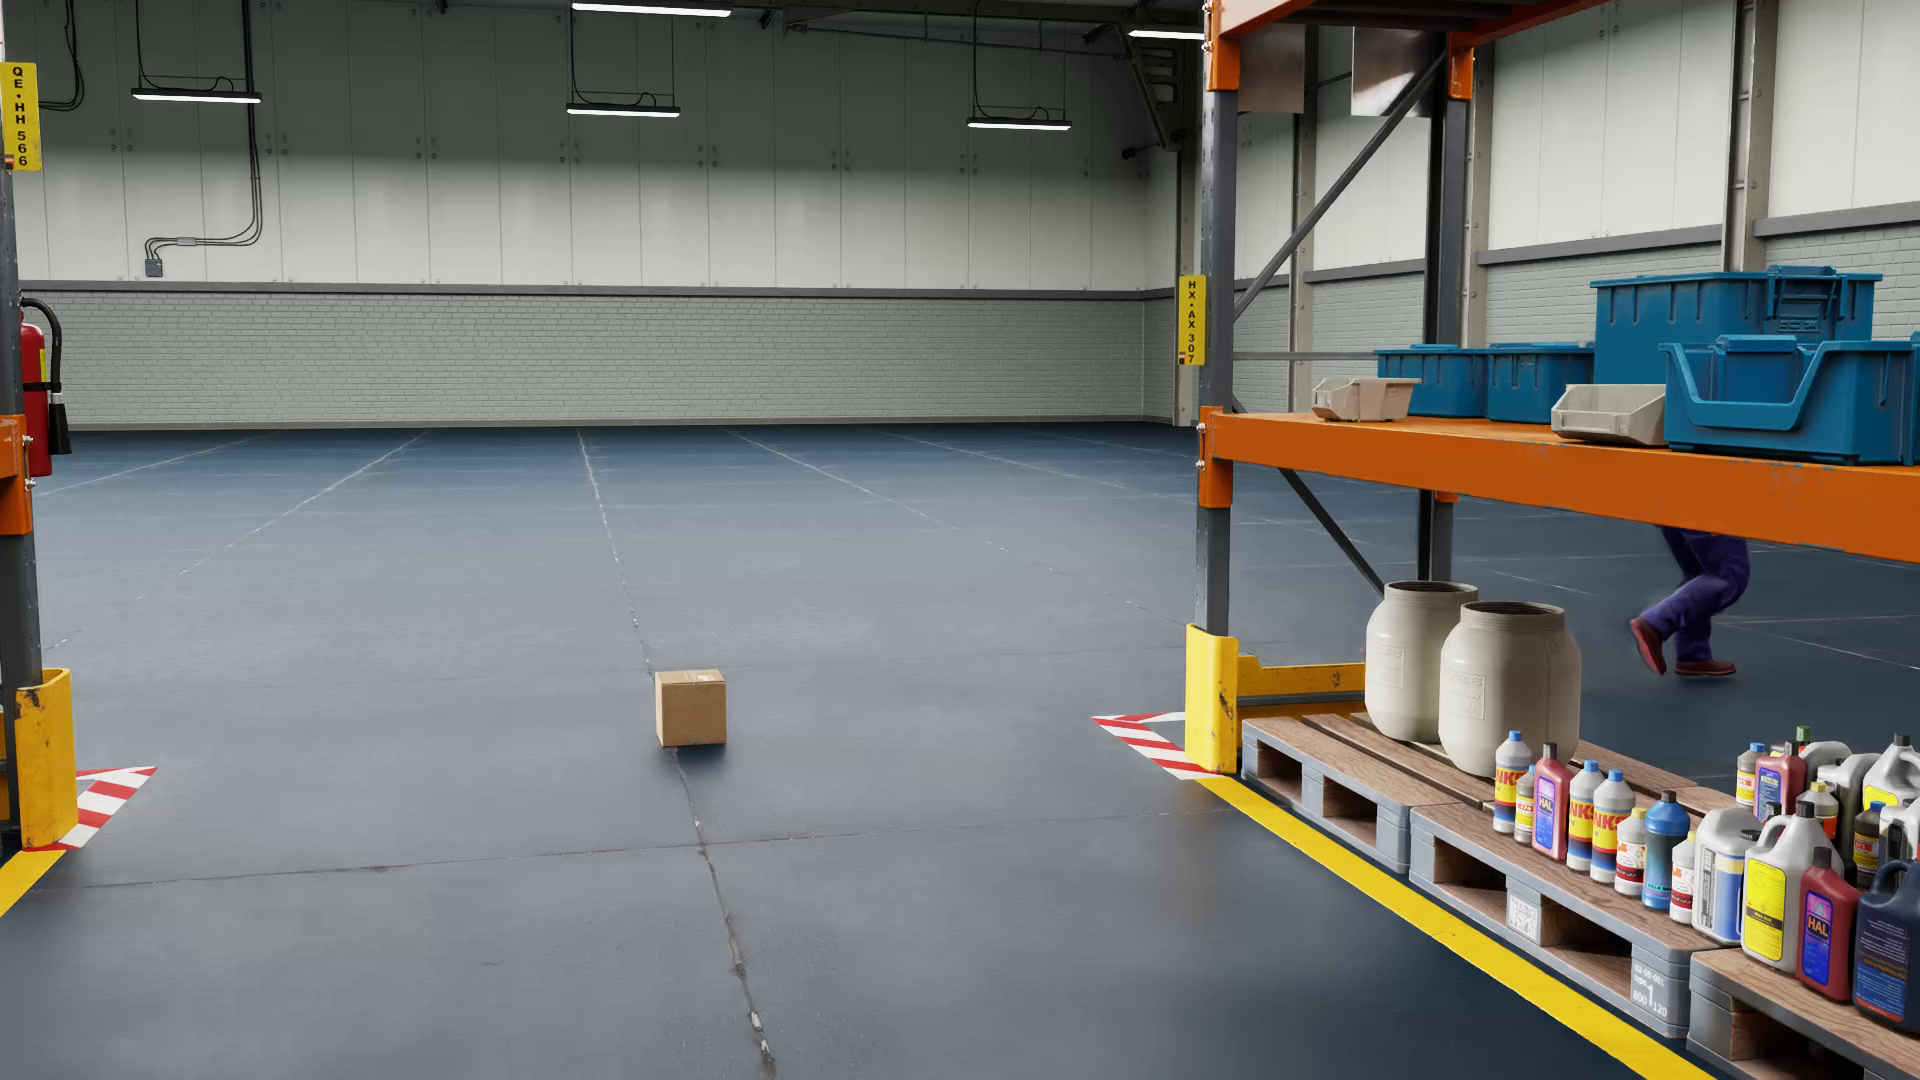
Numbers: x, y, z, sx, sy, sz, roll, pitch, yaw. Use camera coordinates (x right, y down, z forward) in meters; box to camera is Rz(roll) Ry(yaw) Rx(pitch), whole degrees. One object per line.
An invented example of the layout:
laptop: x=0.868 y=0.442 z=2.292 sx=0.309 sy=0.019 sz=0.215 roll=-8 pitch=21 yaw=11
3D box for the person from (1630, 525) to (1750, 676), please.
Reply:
person: x=3.349 y=-0.169 z=7.650 sx=0.614 sy=1.625 sz=0.476 roll=-1 pitch=6 yaw=-5
